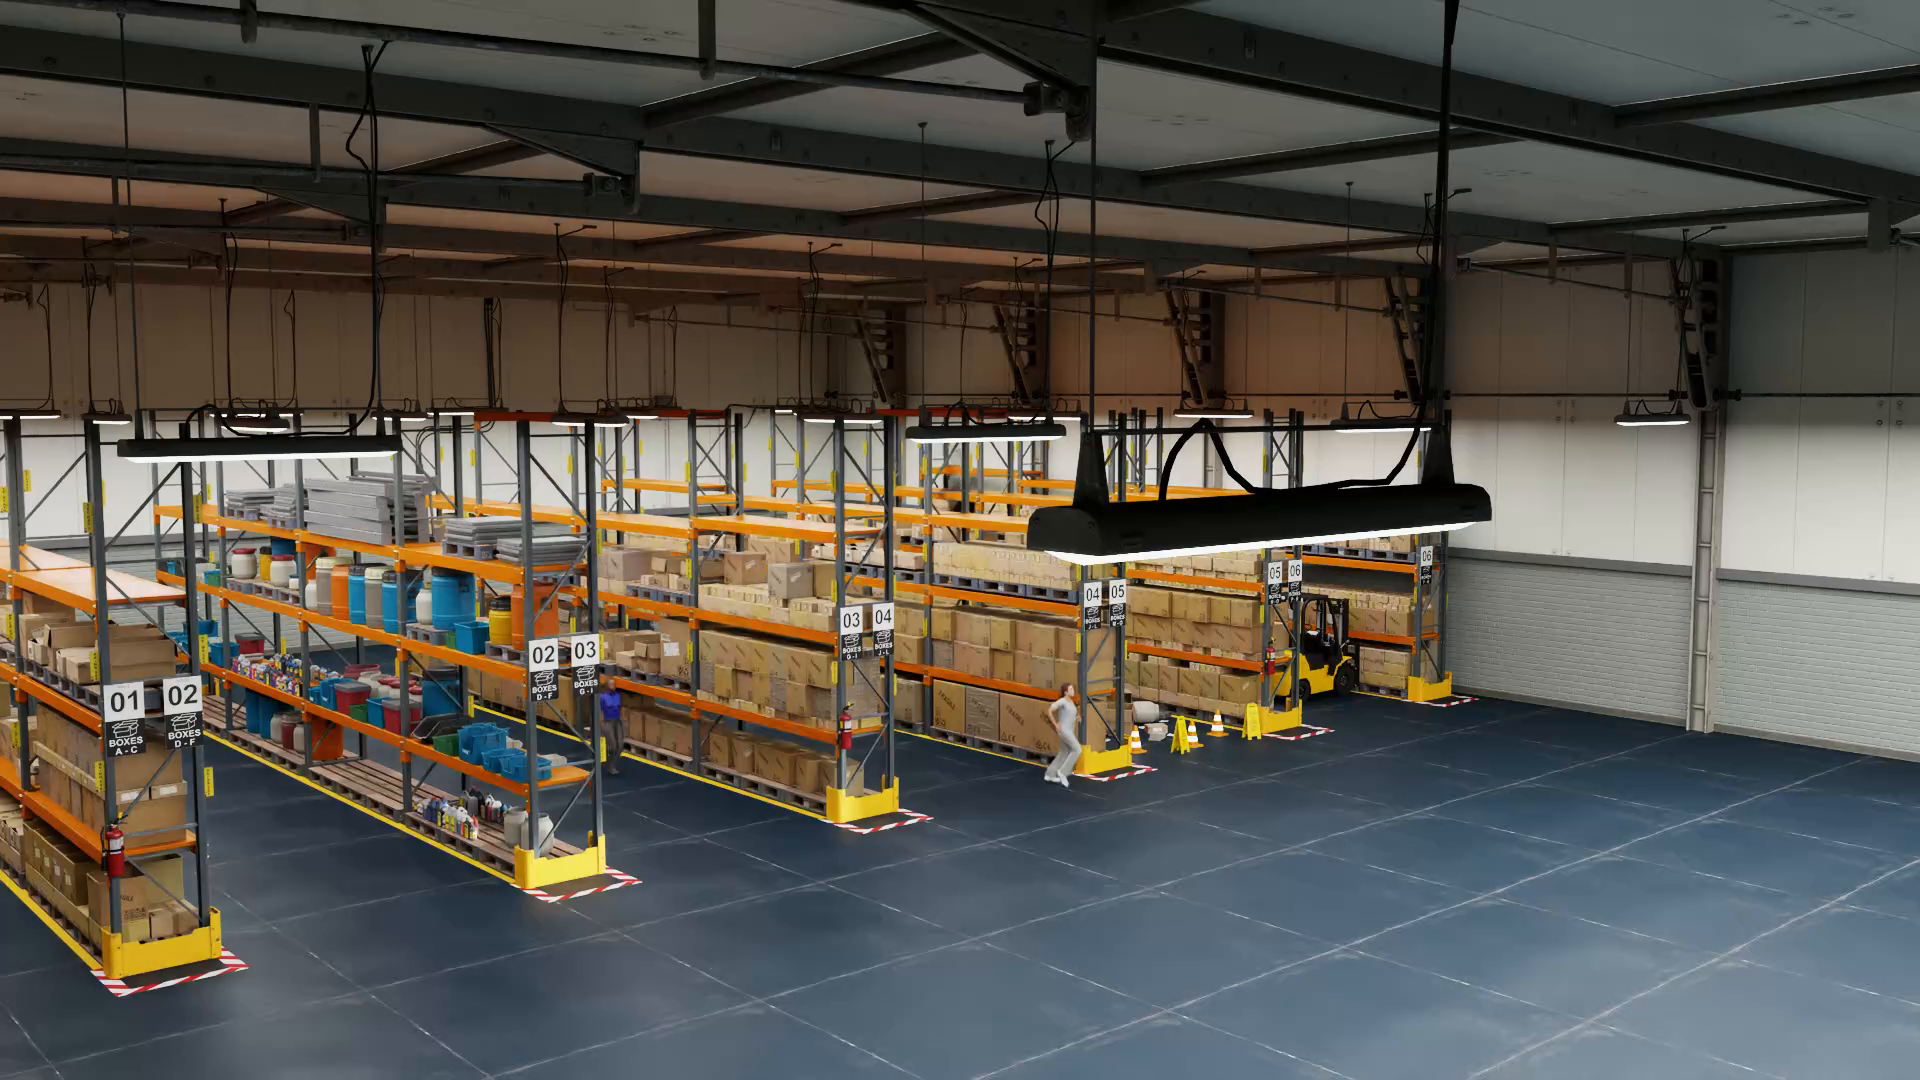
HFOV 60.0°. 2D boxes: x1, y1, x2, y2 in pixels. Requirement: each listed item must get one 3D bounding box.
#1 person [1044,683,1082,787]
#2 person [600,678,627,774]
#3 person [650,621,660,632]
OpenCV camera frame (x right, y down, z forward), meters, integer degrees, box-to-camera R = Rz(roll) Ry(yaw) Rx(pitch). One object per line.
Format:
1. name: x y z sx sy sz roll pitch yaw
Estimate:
1. person: 1.714 3.144 27.047 0.647 1.649 0.552 2 5 21
2. person: -5.819 3.097 27.742 0.563 1.606 0.588 5 7 43
3. person: -7.626 1.810 42.364 0.644 1.612 0.604 -4 7 -42
